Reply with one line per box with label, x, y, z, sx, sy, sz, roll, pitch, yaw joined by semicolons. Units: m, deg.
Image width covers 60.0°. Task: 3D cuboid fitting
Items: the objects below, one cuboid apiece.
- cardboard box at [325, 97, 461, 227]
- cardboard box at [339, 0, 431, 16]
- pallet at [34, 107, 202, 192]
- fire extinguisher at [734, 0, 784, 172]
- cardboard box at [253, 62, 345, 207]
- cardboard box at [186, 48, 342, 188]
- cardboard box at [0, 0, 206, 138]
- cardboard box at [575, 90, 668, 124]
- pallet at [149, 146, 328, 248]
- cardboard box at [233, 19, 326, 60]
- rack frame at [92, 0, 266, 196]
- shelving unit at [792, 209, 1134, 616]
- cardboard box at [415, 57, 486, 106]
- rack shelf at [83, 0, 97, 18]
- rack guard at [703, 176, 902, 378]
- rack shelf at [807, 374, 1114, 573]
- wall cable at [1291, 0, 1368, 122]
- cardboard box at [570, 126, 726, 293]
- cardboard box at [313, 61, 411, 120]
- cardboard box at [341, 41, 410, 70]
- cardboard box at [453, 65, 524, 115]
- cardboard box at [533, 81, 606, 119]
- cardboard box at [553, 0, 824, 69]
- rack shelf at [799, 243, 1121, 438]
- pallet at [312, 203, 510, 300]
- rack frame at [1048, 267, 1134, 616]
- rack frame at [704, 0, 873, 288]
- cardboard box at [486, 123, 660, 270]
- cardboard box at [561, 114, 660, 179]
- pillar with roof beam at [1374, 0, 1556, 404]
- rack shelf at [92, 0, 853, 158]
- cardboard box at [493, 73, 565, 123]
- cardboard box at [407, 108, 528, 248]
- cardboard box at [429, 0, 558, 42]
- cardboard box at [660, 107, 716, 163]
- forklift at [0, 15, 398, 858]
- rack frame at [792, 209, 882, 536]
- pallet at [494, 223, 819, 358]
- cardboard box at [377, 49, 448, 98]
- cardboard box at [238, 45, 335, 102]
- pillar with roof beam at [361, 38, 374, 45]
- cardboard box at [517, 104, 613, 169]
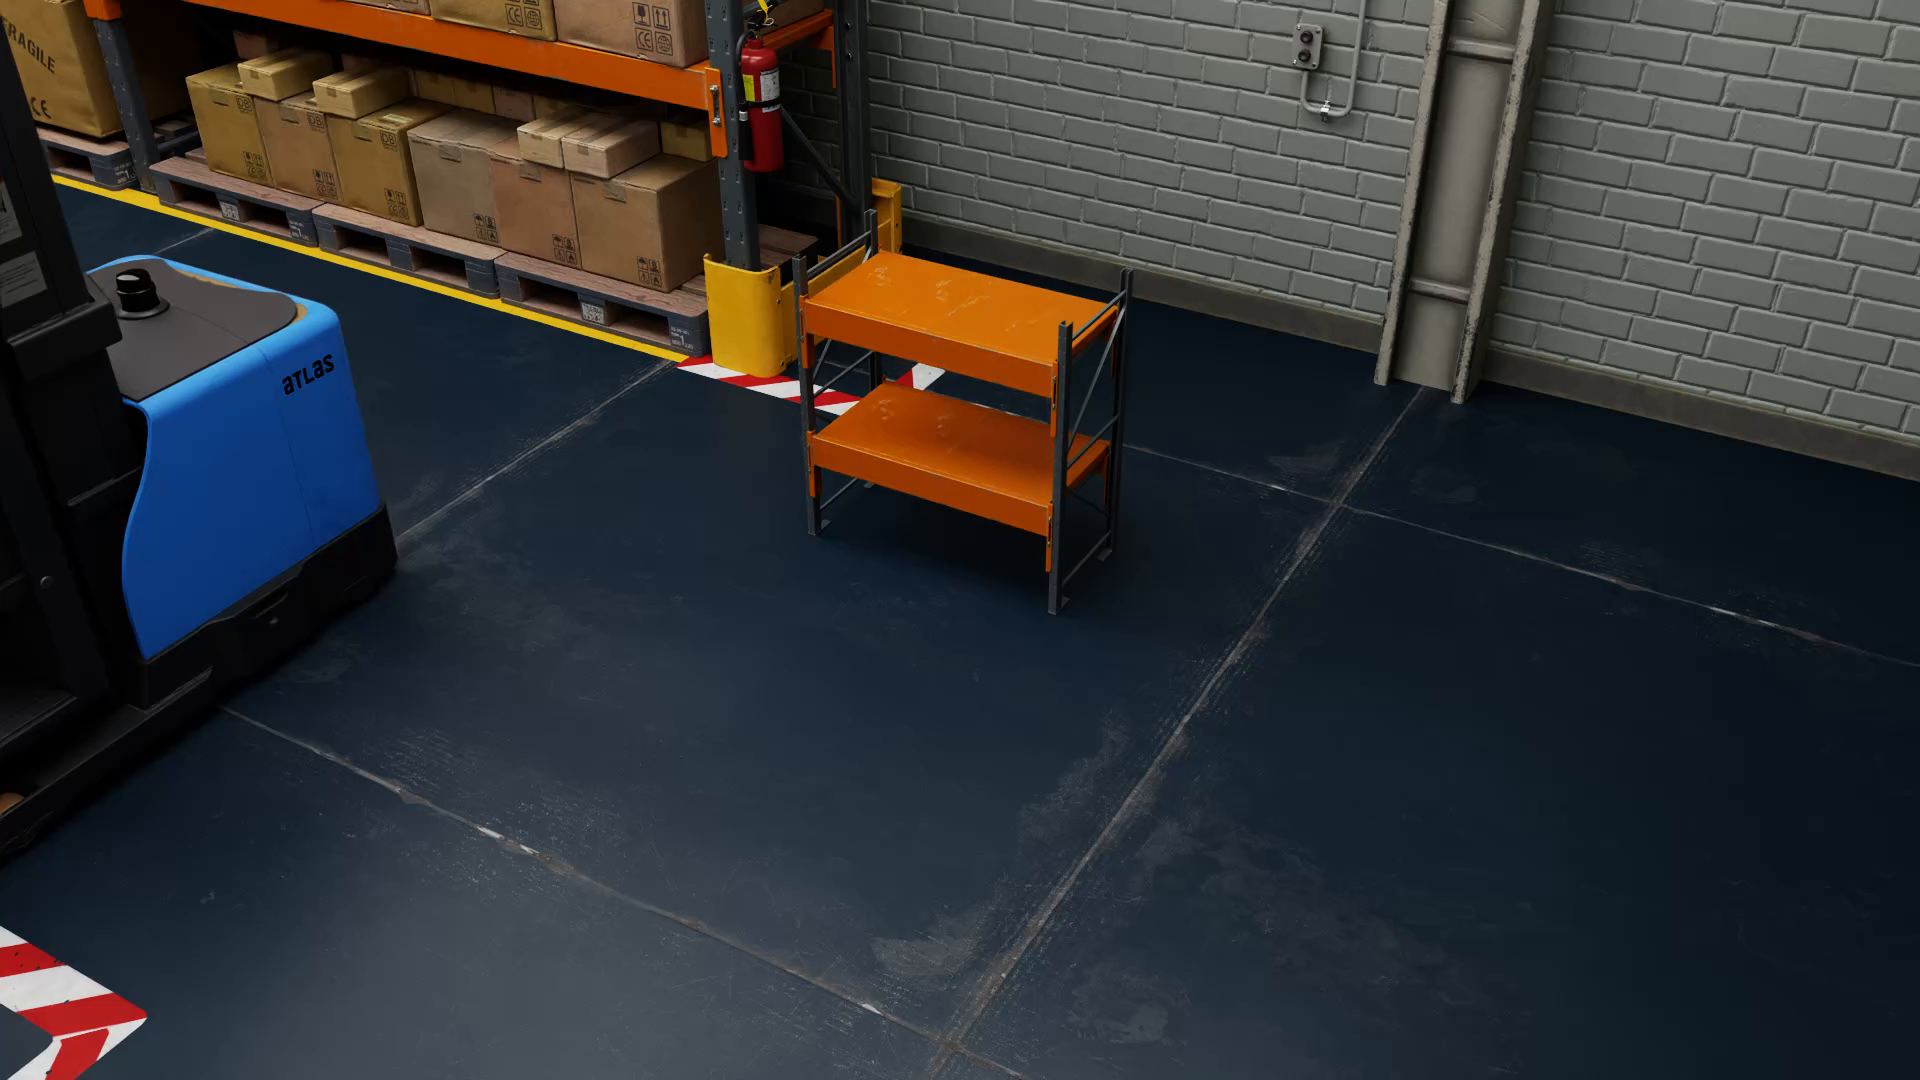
cardboard box;-2.710;-1.980;8.394;0.500;0.500;0.700;18;38;25
cardboard box;-2.456;-2.952;7.706;0.700;0.700;0.980;16;37;22
pallet;-4.894;-2.398;9.661;1.213;0.211;1.003;18;37;24
fire extinguisher;-0.812;-1.832;6.701;0.183;0.674;0.296;18;37;24
cardboard box;-3.154;-2.122;8.607;0.500;0.500;0.700;17;37;24
cardboard box;-3.589;-2.262;8.817;0.500;0.500;0.700;18;38;25
cardboard box;-4.816;-2.779;9.278;0.750;0.750;0.750;18;38;25
cardboard box;-1.604;-2.032;7.887;0.250;0.149;0.380;18;38;25
pallet;-3.566;-1.975;9.026;1.213;0.211;1.003;18;37;24
cardboard box;-3.616;-2.668;8.841;0.250;0.149;0.380;17;37;24
rack frame;-4.187;-3.383;8.624;0.127;3.000;1.000;18;37;24
shelving unit;0.006;-0.466;5.935;1.048;1.125;0.538;18;37;24
cardboard box;-2.485;-2.311;8.305;0.250;0.149;0.380;17;37;24
rack shelf;-5.923;-3.633;9.649;4.000;0.370;1.077;18;37;24
rack guard;-0.693;-1.236;7.655;0.348;0.500;1.175;18;37;24
rack shelf;0.006;-0.263;6.071;1.000;0.278;0.538;18;37;24
wall cable;0.867;-2.809;6.845;1.851;1.984;0.084;18;37;24
cardboard box;-1.371;-1.561;7.765;0.500;0.500;0.700;18;37;24
cardboard box;-2.929;-2.207;8.149;0.250;0.149;0.380;16;37;23
cardboard box;-2.928;-2.451;8.516;0.250;0.149;0.380;16;37;23
cardboard box;-2.265;-2.241;8.200;0.250;0.149;0.380;18;38;25
cardboard box;-1.821;-2.101;7.990;0.250;0.149;0.380;18;38;25
cardboard box;-1.162;-2.543;7.092;0.700;0.700;0.980;19;38;26
rack shelf;0.006;-0.710;5.773;1.000;0.278;0.538;18;37;24
pallet;-2.502;-1.640;8.523;1.213;0.211;1.003;18;37;24
rack frame;0.447;-0.327;5.725;0.032;1.125;0.500;18;37;24
rack frame;-0.714;-2.283;6.972;0.127;3.000;1.000;18;37;24
cardboard box;-1.806;-1.699;7.972;0.500;0.500;0.700;17;37;24
cardboard box;-1.573;-1.779;7.507;0.250;0.149;0.380;17;37;24
pillar with roof beam;-0.077;-2.382;1.708;0.400;9.000;9.100;18;37;24
rack shelf;-2.451;-2.533;7.997;4.000;0.370;1.077;18;37;24
cardboard box;-2.042;-2.171;8.095;0.250;0.149;0.380;18;38;25
cardboard box;-2.243;-1.837;8.179;0.500;0.500;0.700;16;37;23
cardboard box;-1.799;-2.738;7.384;0.700;0.700;0.980;17;37;24
cardboard box;-1.164;-1.893;7.678;0.250;0.149;0.380;18;38;25
forklift;-3.176;-0.502;4.360;1.130;2.935;3.031;17;37;23
rack frame;-0.435;-0.606;6.145;0.032;1.125;0.500;18;37;24
pallet;-1.447;-1.304;8.018;1.213;0.211;1.003;18;37;24
cardboard box;-2.709;-2.382;8.411;0.250;0.149;0.380;18;38;25
cardboard box;-3.382;-2.350;8.364;0.250;0.149;0.380;19;38;26
pillar with roof beam;-5.286;-4.032;4.186;0.400;9.000;9.100;18;37;24
cardboard box;-1.796;-1.849;7.612;0.250;0.149;0.380;19;38;26
